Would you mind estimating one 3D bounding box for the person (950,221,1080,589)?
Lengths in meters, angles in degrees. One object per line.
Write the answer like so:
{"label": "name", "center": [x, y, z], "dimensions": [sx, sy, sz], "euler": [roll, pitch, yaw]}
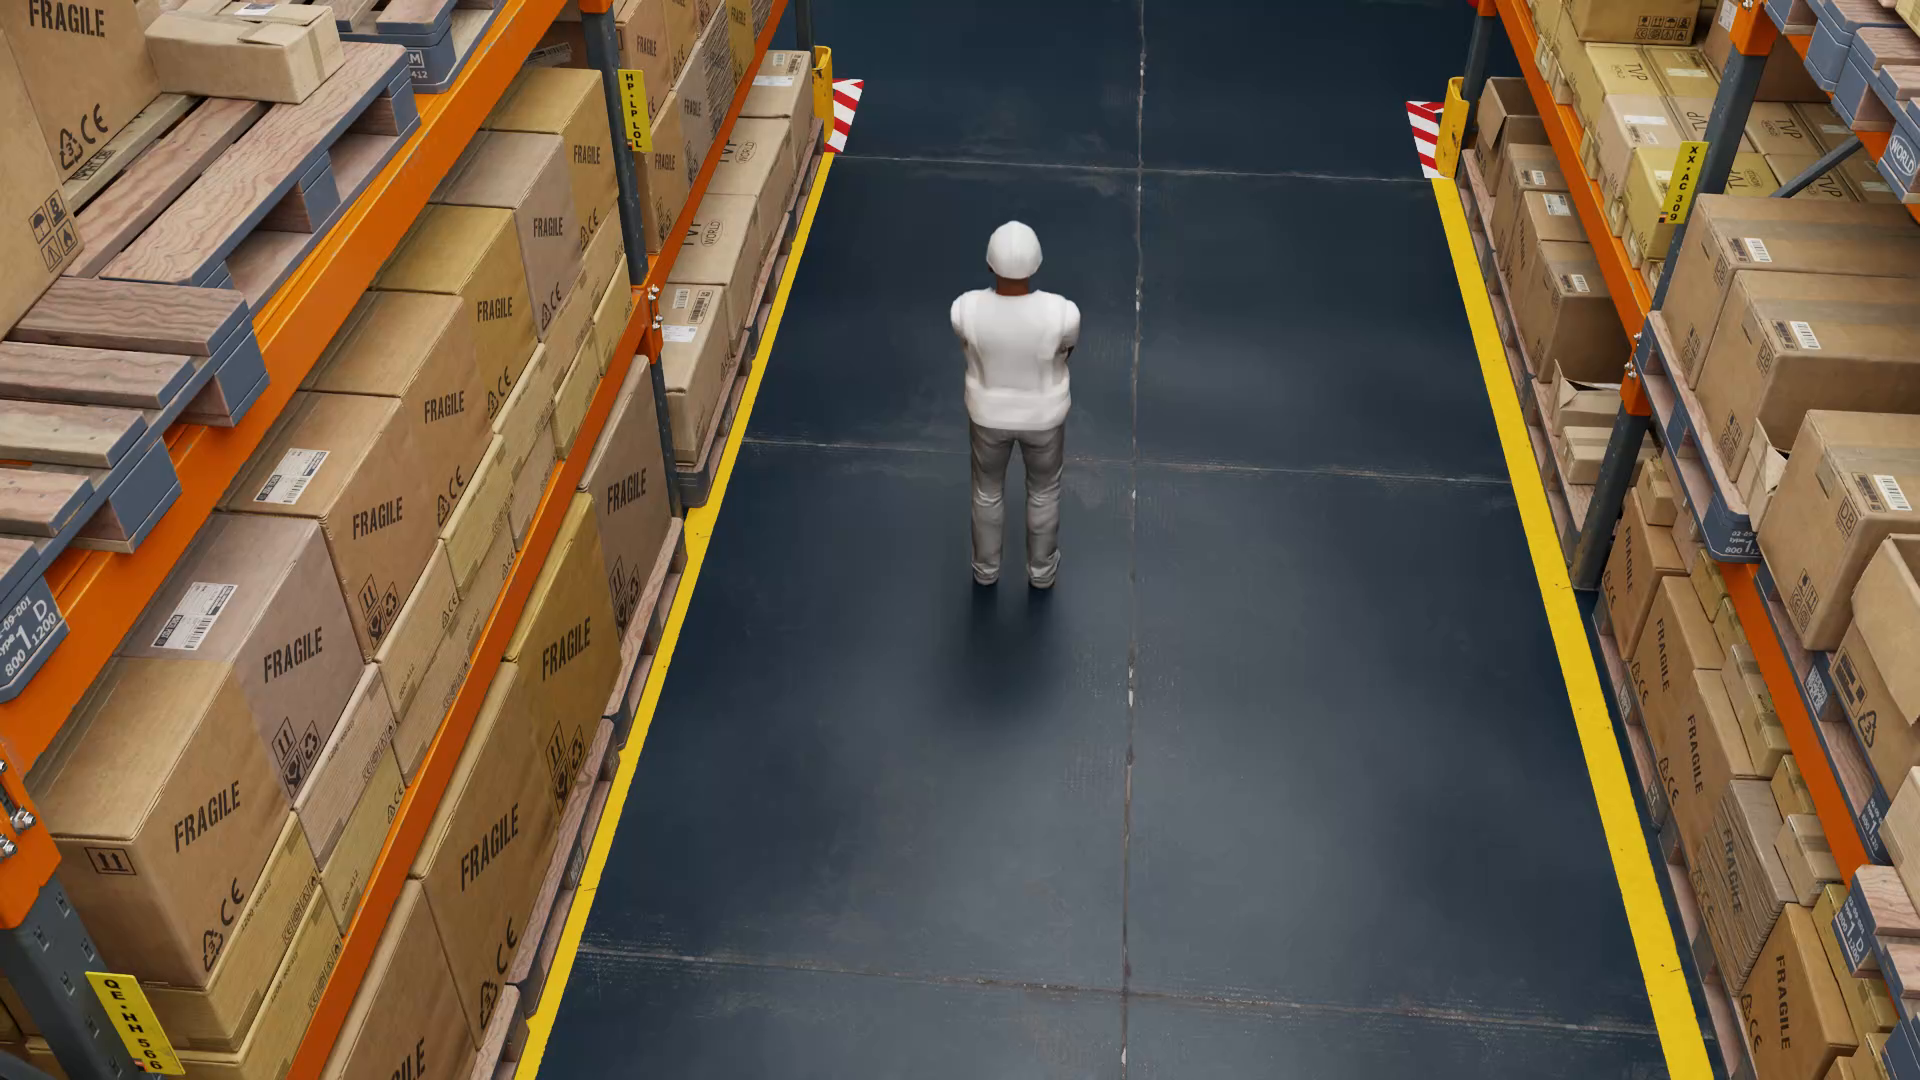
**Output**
{"label": "person", "center": [0.229, -0.590, 6.849], "dimensions": [0.503, 1.760, 0.577], "euler": [4, 40, 5]}
